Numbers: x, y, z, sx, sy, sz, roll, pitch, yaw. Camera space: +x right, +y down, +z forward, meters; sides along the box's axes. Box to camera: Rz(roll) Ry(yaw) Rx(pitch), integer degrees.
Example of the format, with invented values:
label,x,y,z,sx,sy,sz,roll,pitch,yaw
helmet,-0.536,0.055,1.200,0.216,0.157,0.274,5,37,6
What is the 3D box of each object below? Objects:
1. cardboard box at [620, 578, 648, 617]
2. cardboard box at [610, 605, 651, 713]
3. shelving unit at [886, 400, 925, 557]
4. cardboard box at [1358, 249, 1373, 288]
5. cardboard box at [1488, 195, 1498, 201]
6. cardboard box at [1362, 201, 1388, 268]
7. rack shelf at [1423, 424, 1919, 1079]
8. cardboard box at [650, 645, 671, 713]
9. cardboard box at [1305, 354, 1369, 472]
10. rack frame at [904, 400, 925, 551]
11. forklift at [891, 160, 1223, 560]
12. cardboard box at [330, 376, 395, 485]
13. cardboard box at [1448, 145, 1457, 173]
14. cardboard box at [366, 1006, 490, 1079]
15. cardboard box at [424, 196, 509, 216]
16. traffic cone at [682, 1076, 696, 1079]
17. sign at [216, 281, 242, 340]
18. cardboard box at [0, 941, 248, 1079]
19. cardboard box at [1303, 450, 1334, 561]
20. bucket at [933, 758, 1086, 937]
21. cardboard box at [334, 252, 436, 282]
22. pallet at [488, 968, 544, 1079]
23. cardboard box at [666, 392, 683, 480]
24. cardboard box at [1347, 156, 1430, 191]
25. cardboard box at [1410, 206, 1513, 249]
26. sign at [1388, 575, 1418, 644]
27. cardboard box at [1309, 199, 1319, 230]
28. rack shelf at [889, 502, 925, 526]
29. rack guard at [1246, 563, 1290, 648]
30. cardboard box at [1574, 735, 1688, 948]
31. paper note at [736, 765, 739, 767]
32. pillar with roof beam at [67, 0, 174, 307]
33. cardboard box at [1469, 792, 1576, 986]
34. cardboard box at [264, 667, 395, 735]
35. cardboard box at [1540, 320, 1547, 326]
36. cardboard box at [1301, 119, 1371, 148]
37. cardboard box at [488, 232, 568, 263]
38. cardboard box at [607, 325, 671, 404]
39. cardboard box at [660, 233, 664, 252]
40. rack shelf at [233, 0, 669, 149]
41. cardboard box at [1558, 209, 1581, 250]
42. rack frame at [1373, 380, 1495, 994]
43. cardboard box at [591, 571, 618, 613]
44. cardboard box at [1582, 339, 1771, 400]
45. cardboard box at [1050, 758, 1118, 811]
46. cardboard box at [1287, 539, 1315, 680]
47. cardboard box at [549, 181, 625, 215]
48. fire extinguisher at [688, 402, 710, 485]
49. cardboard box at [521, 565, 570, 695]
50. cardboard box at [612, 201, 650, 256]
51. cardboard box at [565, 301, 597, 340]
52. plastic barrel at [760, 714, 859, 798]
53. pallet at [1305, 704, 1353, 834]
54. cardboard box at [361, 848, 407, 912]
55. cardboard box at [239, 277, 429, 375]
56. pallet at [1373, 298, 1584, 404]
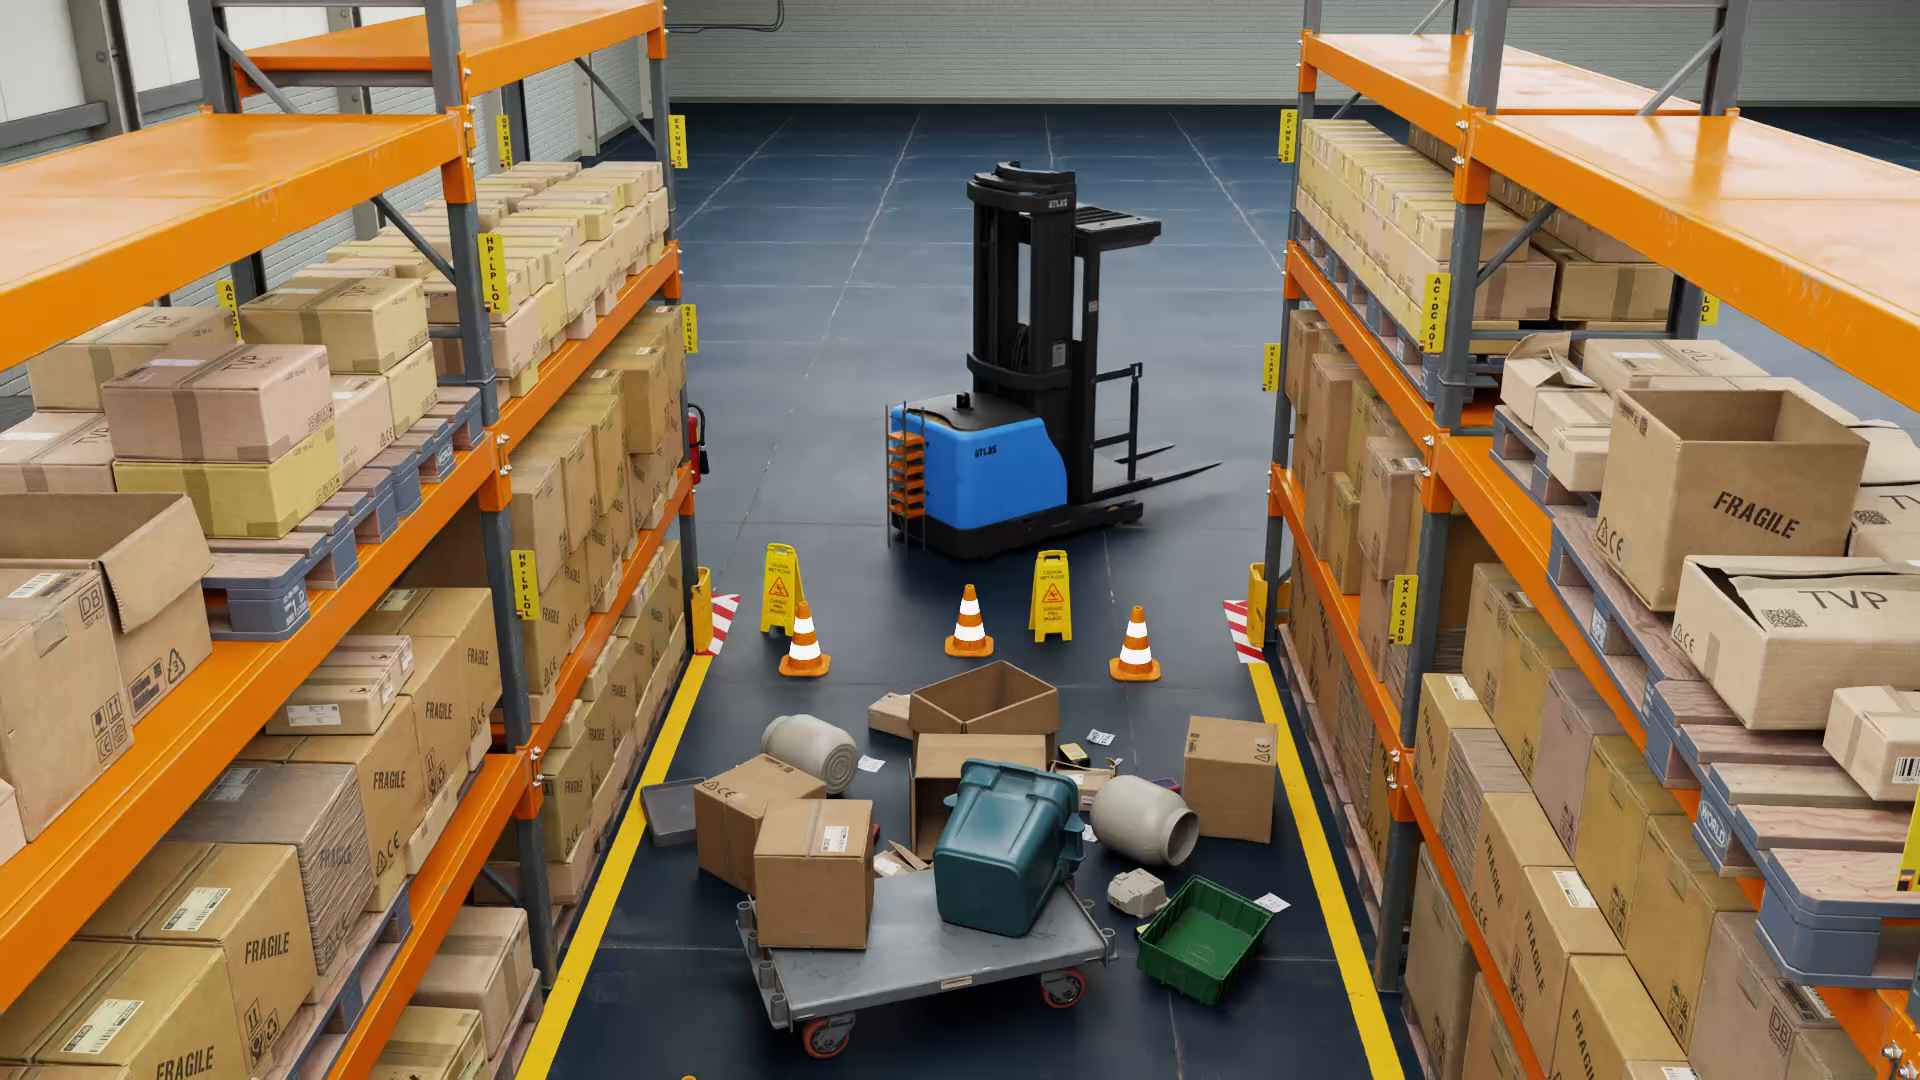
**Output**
label,x,y,z,sx,sy,sz,roll,pitch,yaw
cardboard box,-2.060,0.334,9.808,0.380,0.149,0.250,2,21,4
cardboard box,-2.130,0.688,9.793,0.500,0.500,0.500,0,21,0
shelving unit,-0.428,-0.480,13.107,0.189,1.200,0.258,-18,27,-38
cardboard box,2.226,-1.367,8.388,0.380,0.149,0.250,0,21,1
cardboard box,2.835,-1.679,8.640,0.500,0.250,0.500,1,21,2
cardboard box,2.289,-1.502,8.184,0.500,0.250,0.500,0,21,1
rack shelf,2.437,0.412,5.168,1.077,0.370,4.000,1,21,2
cardboard box,-2.111,0.856,10.395,0.500,0.250,0.500,1,21,2
cardboard box,2.492,-0.733,9.571,0.875,0.550,0.550,1,21,2
rack frame,-0.359,-0.502,13.164,0.006,1.200,0.240,-18,27,-38
forklift,0.917,-1.616,13.641,3.031,2.935,1.130,-15,26,-34
cardboard box,-2.347,-0.394,5.879,0.500,0.250,0.500,1,21,2
cardboard box,2.916,-2.097,9.167,0.380,0.149,0.250,1,21,2
cardboard box,-2.485,2.213,6.731,0.950,0.372,0.625,2,21,5
cardboard box,-2.691,-1.784,9.078,0.380,0.149,0.250,1,21,3
traffic cone,-1.092,2.381,6.754,0.336,0.463,0.334,1,21,2
sign,-2.996,-0.908,6.862,0.100,0.325,0.005,1,21,2
cardboard box,-2.321,1.451,4.513,0.500,0.500,0.500,2,21,4
cardboard box,2.516,-0.229,9.766,0.875,0.550,0.550,1,21,2
bucket,0.197,1.495,7.953,0.726,0.611,0.620,8,33,20
cardboard box,-2.633,-1.224,7.635,0.380,0.149,0.250,1,21,3
pallet,-2.476,2.316,7.269,1.003,0.211,1.213,1,21,2
cardboard box,-2.073,-0.698,10.632,0.500,0.500,0.500,0,21,1
cardboard box,2.243,-1.920,8.711,0.380,0.149,0.250,1,21,2
cardboard box,2.198,-1.370,7.294,0.380,0.149,0.250,1,21,1
sign,1.943,0.306,7.287,0.100,0.325,0.005,1,21,2
cardboard box,2.273,-1.915,9.799,0.380,0.149,0.250,1,21,2
rack shelf,-0.428,-0.215,13.210,0.180,0.103,0.258,-18,27,-38
rack guard,2.620,0.463,11.646,1.175,0.500,0.348,1,21,2
cardboard box,2.442,0.970,5.361,0.700,0.500,0.500,0,21,1
paper note,-1.256,1.375,9.942,0.142,0.019,0.148,-7,22,-17
pillar with roof beam,-3.730,-5.442,15.115,9.100,9.000,0.400,1,21,2
cardboard box,2.180,1.256,6.007,0.500,0.500,0.500,1,21,1
cardboard box,-2.235,0.569,5.889,0.380,0.149,0.250,0,21,-1
cardboard box,2.863,-1.083,7.656,0.380,0.149,0.250,1,21,2
cardboard box,2.291,-2.472,10.134,0.380,0.149,0.250,1,21,2
cardboard box,-2.130,-1.404,8.098,0.380,0.149,0.250,0,21,0
cardboard box,-2.152,-0.993,10.011,0.700,0.500,0.500,1,21,2
cardboard box,-2.063,-1.861,10.380,0.380,0.149,0.250,1,21,2
rack shelf,-2.393,-2.449,8.399,1.077,0.370,4.000,1,21,2
cardboard box,2.855,-1.364,7.276,0.380,0.149,0.250,0,21,1
rack frame,2.497,0.752,7.444,1.000,3.000,0.127,1,21,2
cardboard box,-2.075,0.279,9.012,0.380,0.149,0.250,1,21,2
cardboard box,2.636,-0.562,6.172,0.500,0.250,0.500,1,21,2
cardboard box,0.709,1.385,9.592,0.396,0.266,0.258,4,22,11
cardboard box,2.664,0.347,10.846,0.875,0.875,0.875,1,21,2
cardboard box,-2.142,-1.963,9.540,0.380,0.149,0.250,1,21,2
fire extinguisher,-1.868,-0.712,11.325,0.296,0.674,0.183,1,21,2
cardboard box,-2.161,0.393,7.820,0.500,0.500,0.500,1,21,1
cardboard box,-2.108,-1.810,9.695,0.500,0.250,0.500,0,21,1
cardboard box,-2.072,-1.122,8.475,0.380,0.149,0.250,0,21,1
plastic barrel,-0.881,1.252,9.716,0.512,0.421,0.421,18,27,38
pallet,2.633,1.336,9.794,1.003,0.211,1.213,1,21,2
cardboard box,-2.239,1.213,6.022,0.380,0.149,0.250,1,21,2
cardboard box,-2.344,-0.812,6.264,0.500,0.250,0.500,1,21,3
pallet,2.533,-0.901,7.679,1.003,0.211,1.213,1,21,2
